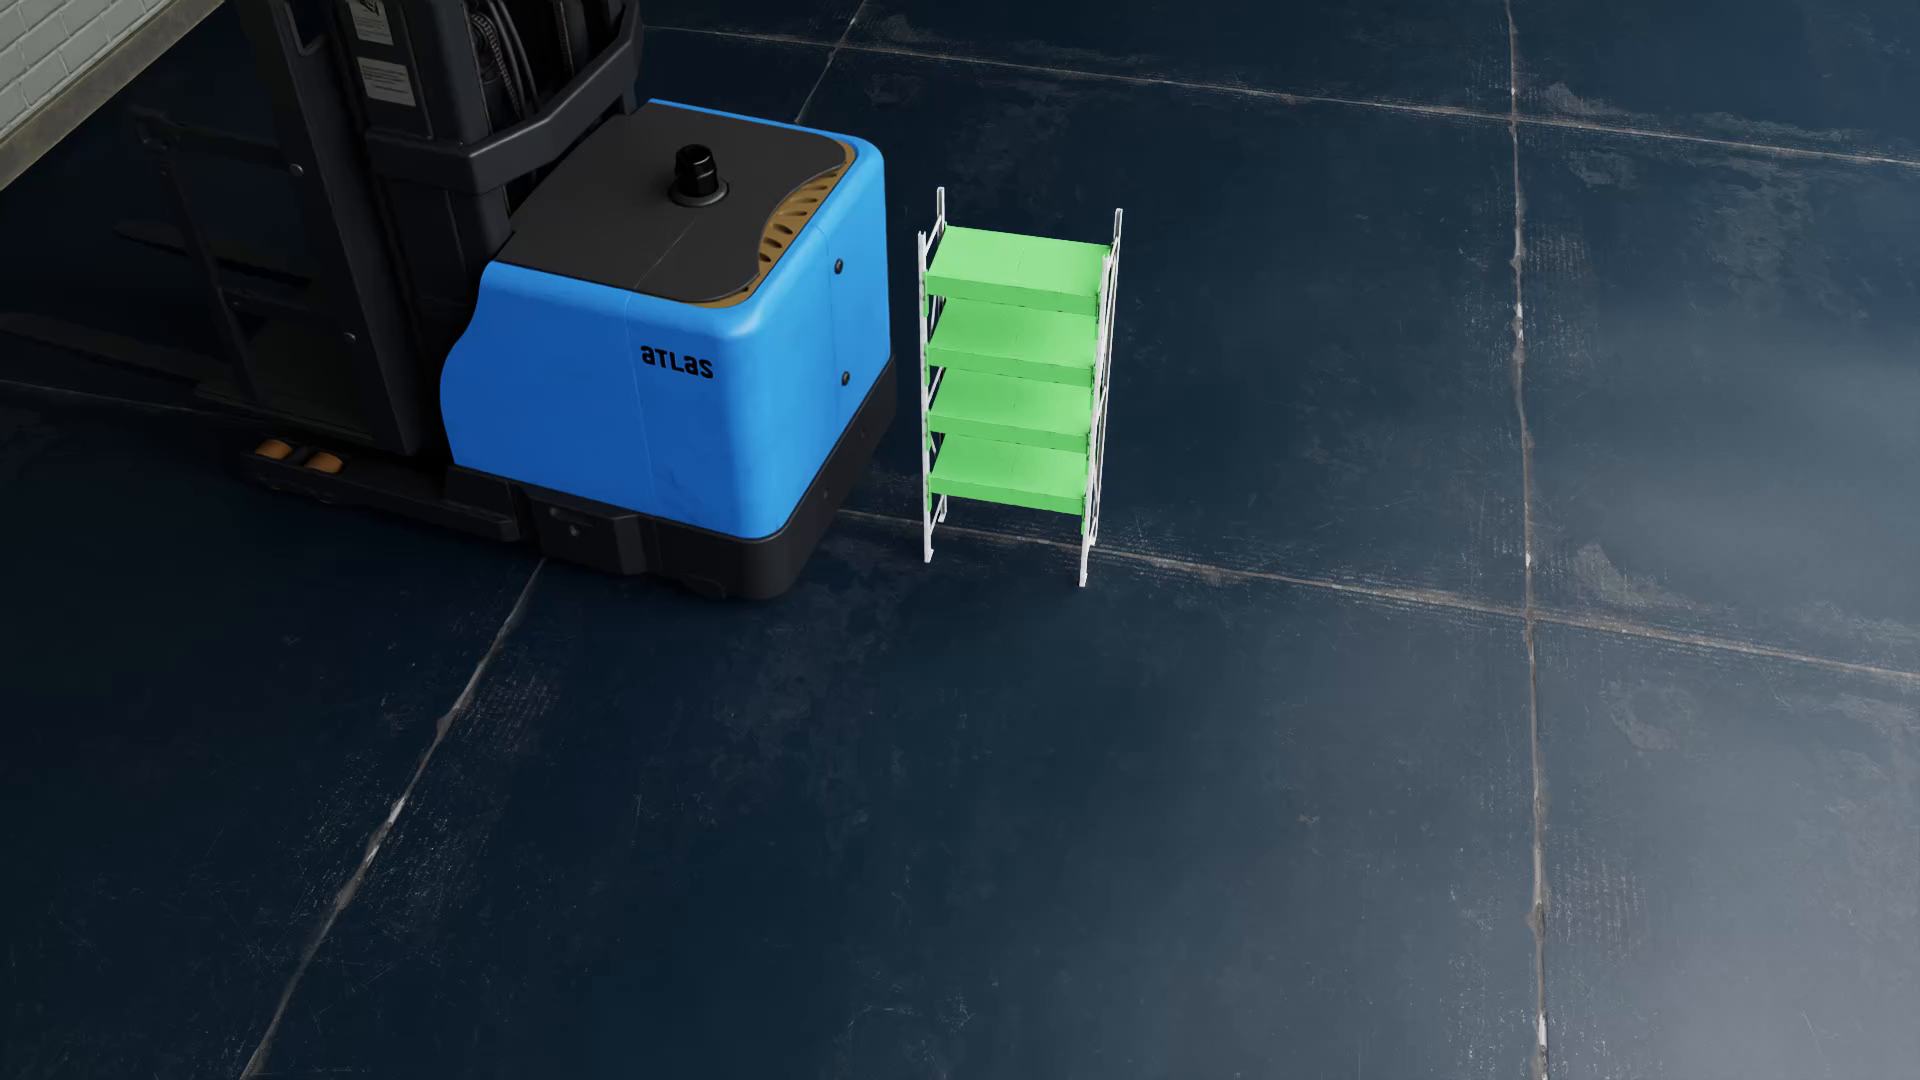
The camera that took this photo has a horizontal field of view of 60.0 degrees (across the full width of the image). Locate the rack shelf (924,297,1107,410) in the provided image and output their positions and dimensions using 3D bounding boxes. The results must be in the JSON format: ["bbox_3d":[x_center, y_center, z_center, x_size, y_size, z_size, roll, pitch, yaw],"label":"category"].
[{"bbox_3d":[0.162,-0.534,4.686,0.480,0.148,0.258,9,45,9],"label":"rack shelf"}]

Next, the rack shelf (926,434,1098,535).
[{"bbox_3d":[0.162,-0.188,5.019,0.480,0.148,0.258,9,45,9],"label":"rack shelf"}]

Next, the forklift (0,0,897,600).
[{"bbox_3d":[-1.785,-1.502,4.697,3.031,2.935,1.130,14,46,14],"label":"forklift"}]

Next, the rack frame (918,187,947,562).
[{"bbox_3d":[-0.077,-0.444,4.846,0.015,1.200,0.240,9,45,9],"label":"rack frame"}]

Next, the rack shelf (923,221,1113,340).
[{"bbox_3d":[0.162,-0.707,4.519,0.480,0.148,0.258,9,45,9],"label":"rack shelf"}]

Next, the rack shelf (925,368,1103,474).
[{"bbox_3d":[0.162,-0.361,4.852,0.480,0.148,0.258,9,45,9],"label":"rack shelf"}]

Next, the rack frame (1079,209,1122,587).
[{"bbox_3d":[0.400,-0.370,4.769,0.015,1.200,0.240,9,45,9],"label":"rack frame"}]

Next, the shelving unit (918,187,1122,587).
[{"bbox_3d":[0.162,-0.407,4.808,0.503,1.200,0.258,9,45,9],"label":"shelving unit"}]
